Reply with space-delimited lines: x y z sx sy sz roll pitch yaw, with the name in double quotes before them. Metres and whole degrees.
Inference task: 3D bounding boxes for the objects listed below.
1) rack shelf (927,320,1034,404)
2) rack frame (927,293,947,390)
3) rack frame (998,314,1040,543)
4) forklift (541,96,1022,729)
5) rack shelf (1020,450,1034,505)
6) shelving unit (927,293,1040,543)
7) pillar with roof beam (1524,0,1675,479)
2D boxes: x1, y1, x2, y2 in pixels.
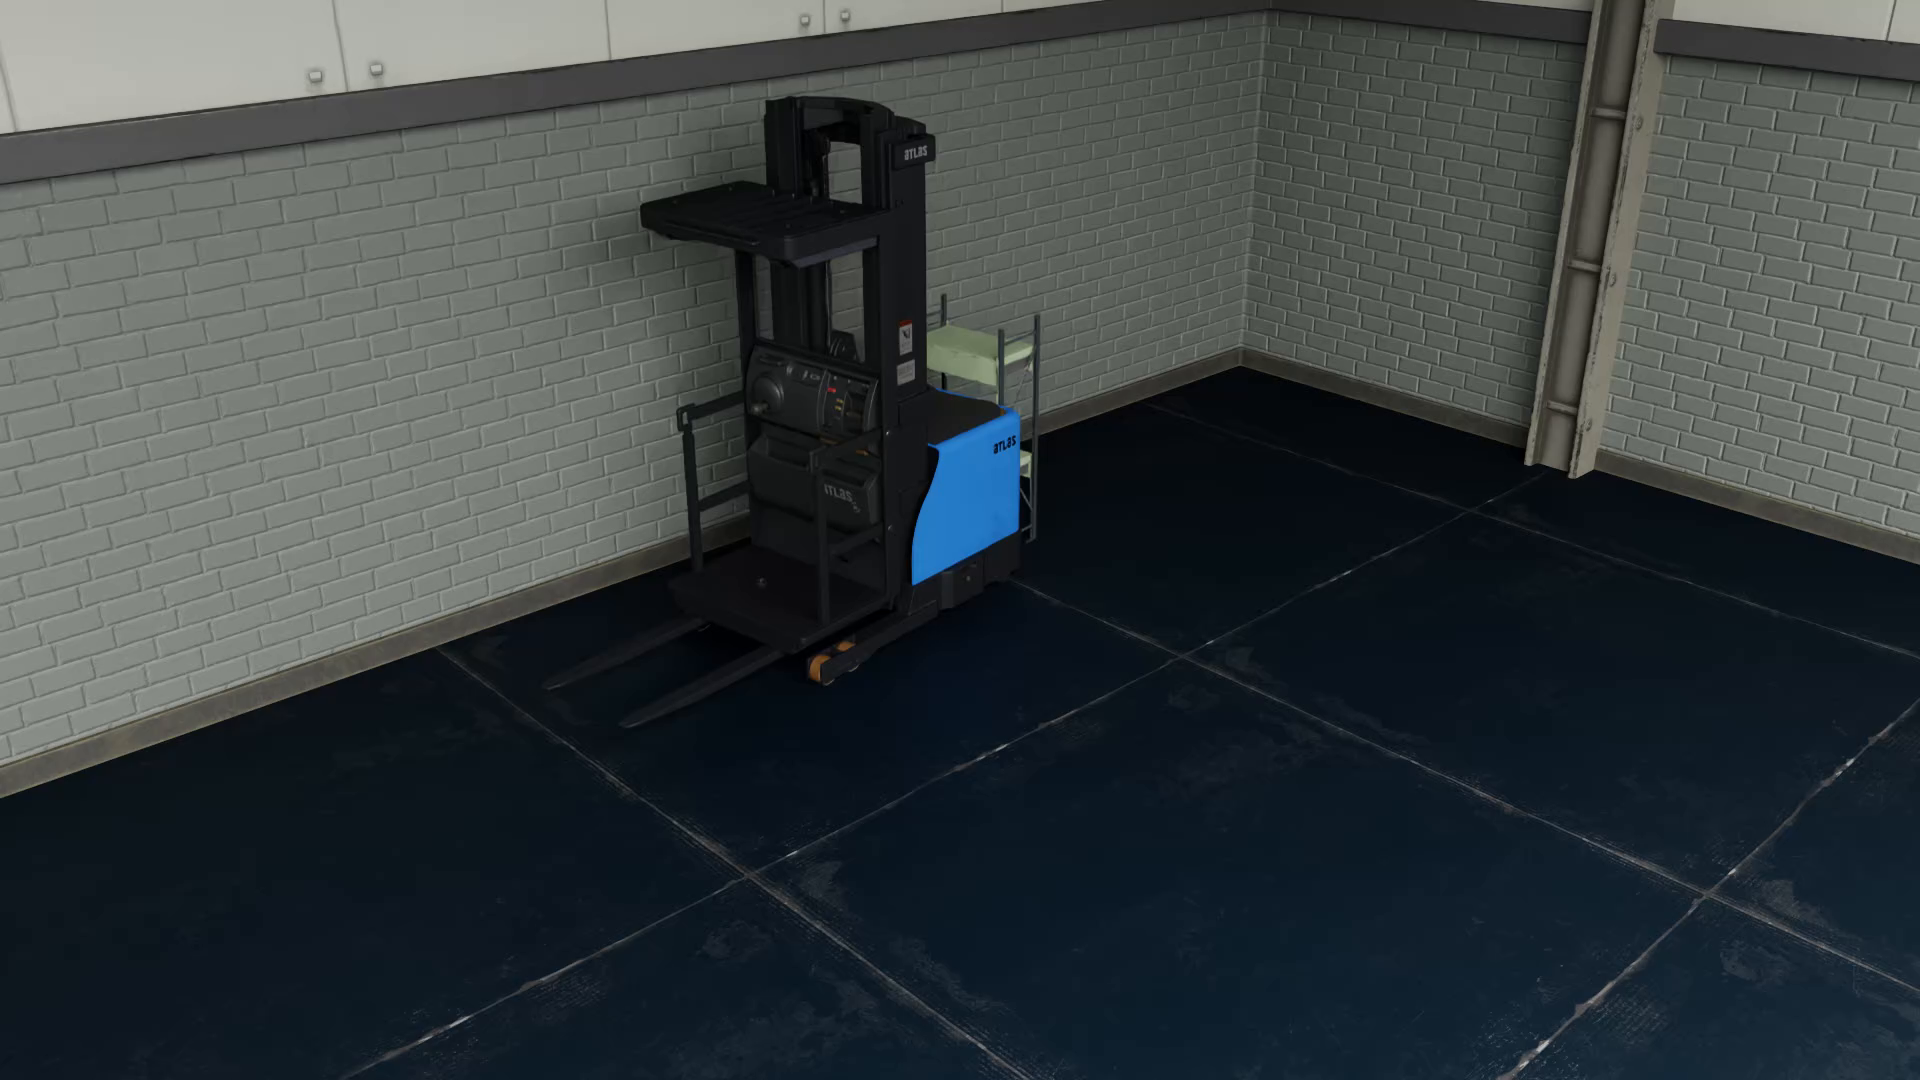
"rack shelf" 0.072 -1.080 10.370 0.720 0.370 0.431 18 30 34
"rack frame" -0.215 -0.819 10.739 0.023 1.500 0.400 18 30 34
"rack frame" 0.359 -0.631 10.326 0.023 1.500 0.400 18 30 34
"forklift" -0.945 -0.780 8.928 1.130 2.935 3.031 19 30 35
"rack shelf" 0.072 -0.428 10.667 0.720 0.370 0.431 18 30 34
"shelving unit" 0.072 -0.725 10.532 0.755 1.500 0.431 18 30 34
"pillar with roof beam" 1.153 -3.405 7.372 9.100 9.000 0.400 -21 32 -38
